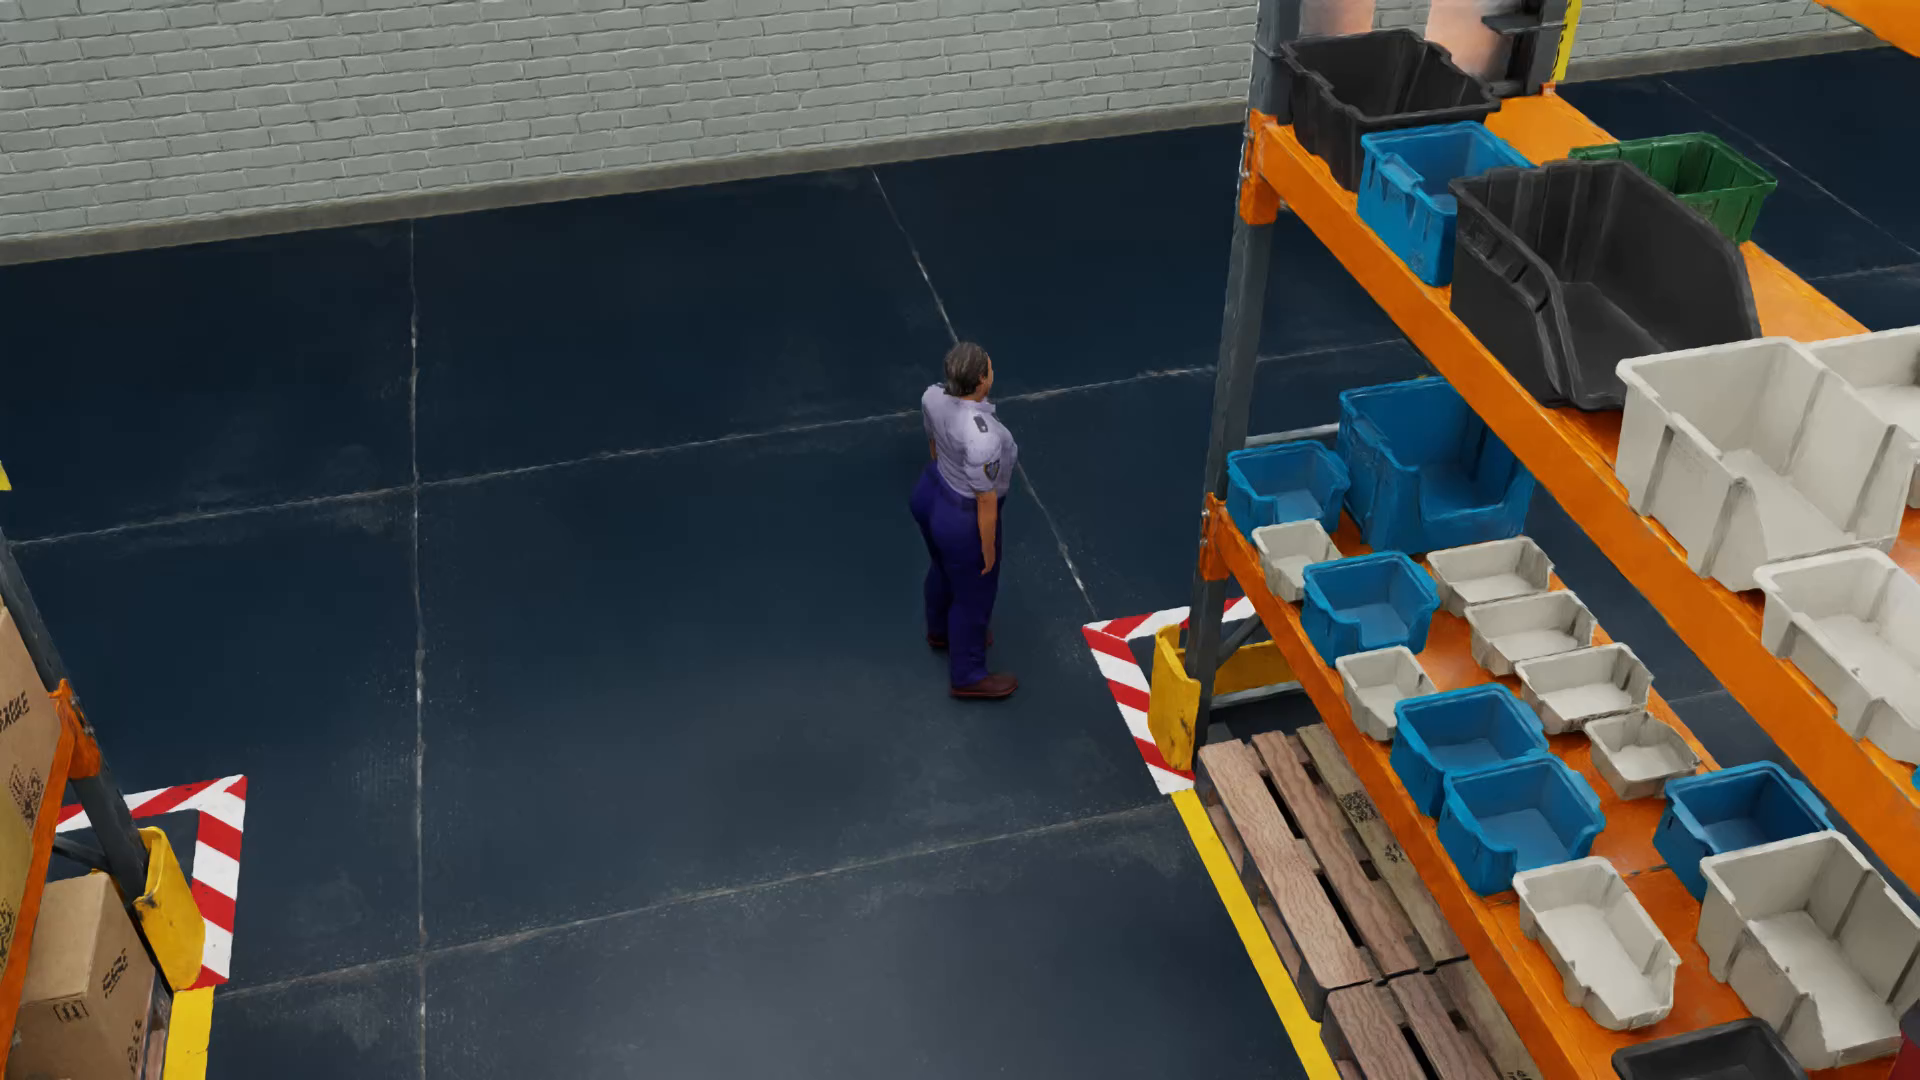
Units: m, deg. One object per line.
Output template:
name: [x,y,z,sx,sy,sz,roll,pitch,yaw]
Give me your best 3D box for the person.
person: [0.019,-0.100,6.818,0.372,1.658,0.530,-19,42,-22]
